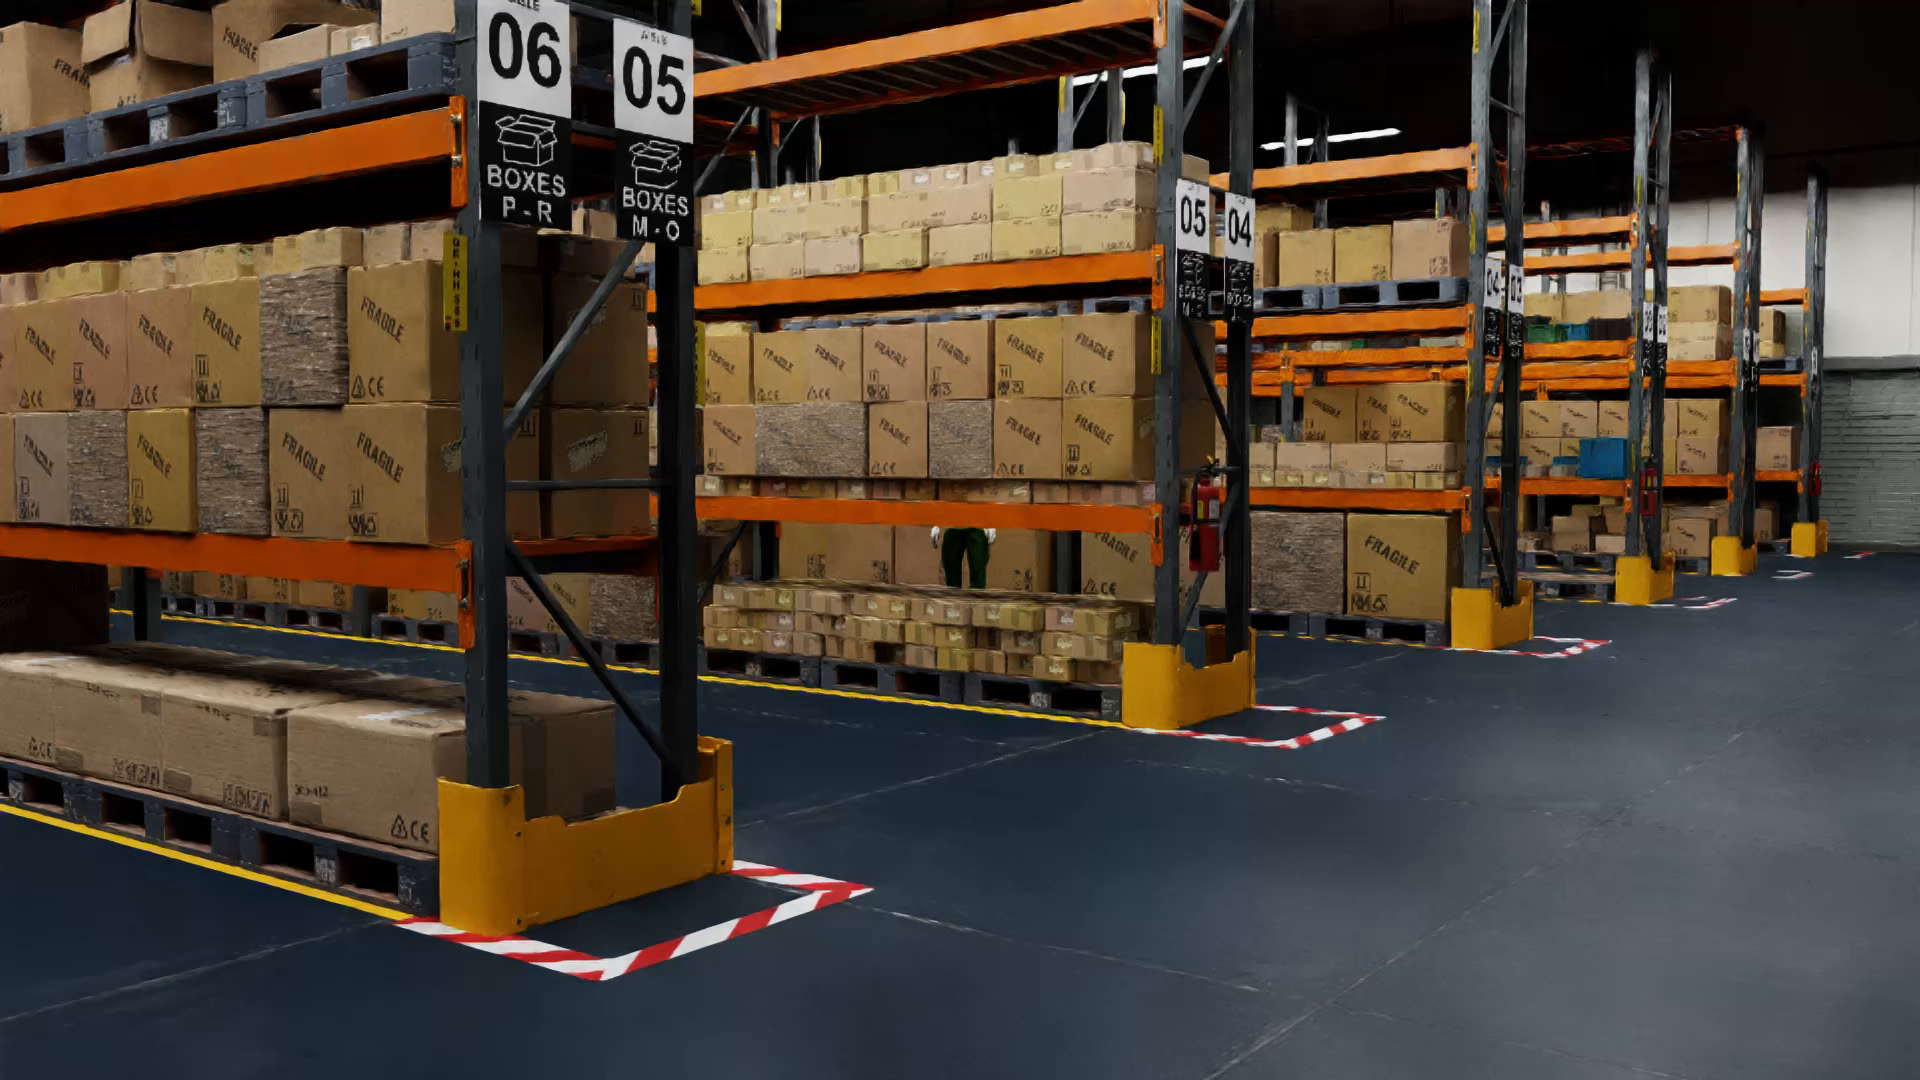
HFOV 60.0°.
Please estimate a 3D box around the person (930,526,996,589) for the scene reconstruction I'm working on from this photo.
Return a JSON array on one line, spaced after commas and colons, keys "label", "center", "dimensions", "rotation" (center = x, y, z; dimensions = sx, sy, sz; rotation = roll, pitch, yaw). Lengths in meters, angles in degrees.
[{"label": "person", "center": [0.019, -0.098, 14.833], "dimensions": [0.620, 1.794, 0.465], "rotation": [1, 3, 15]}]
